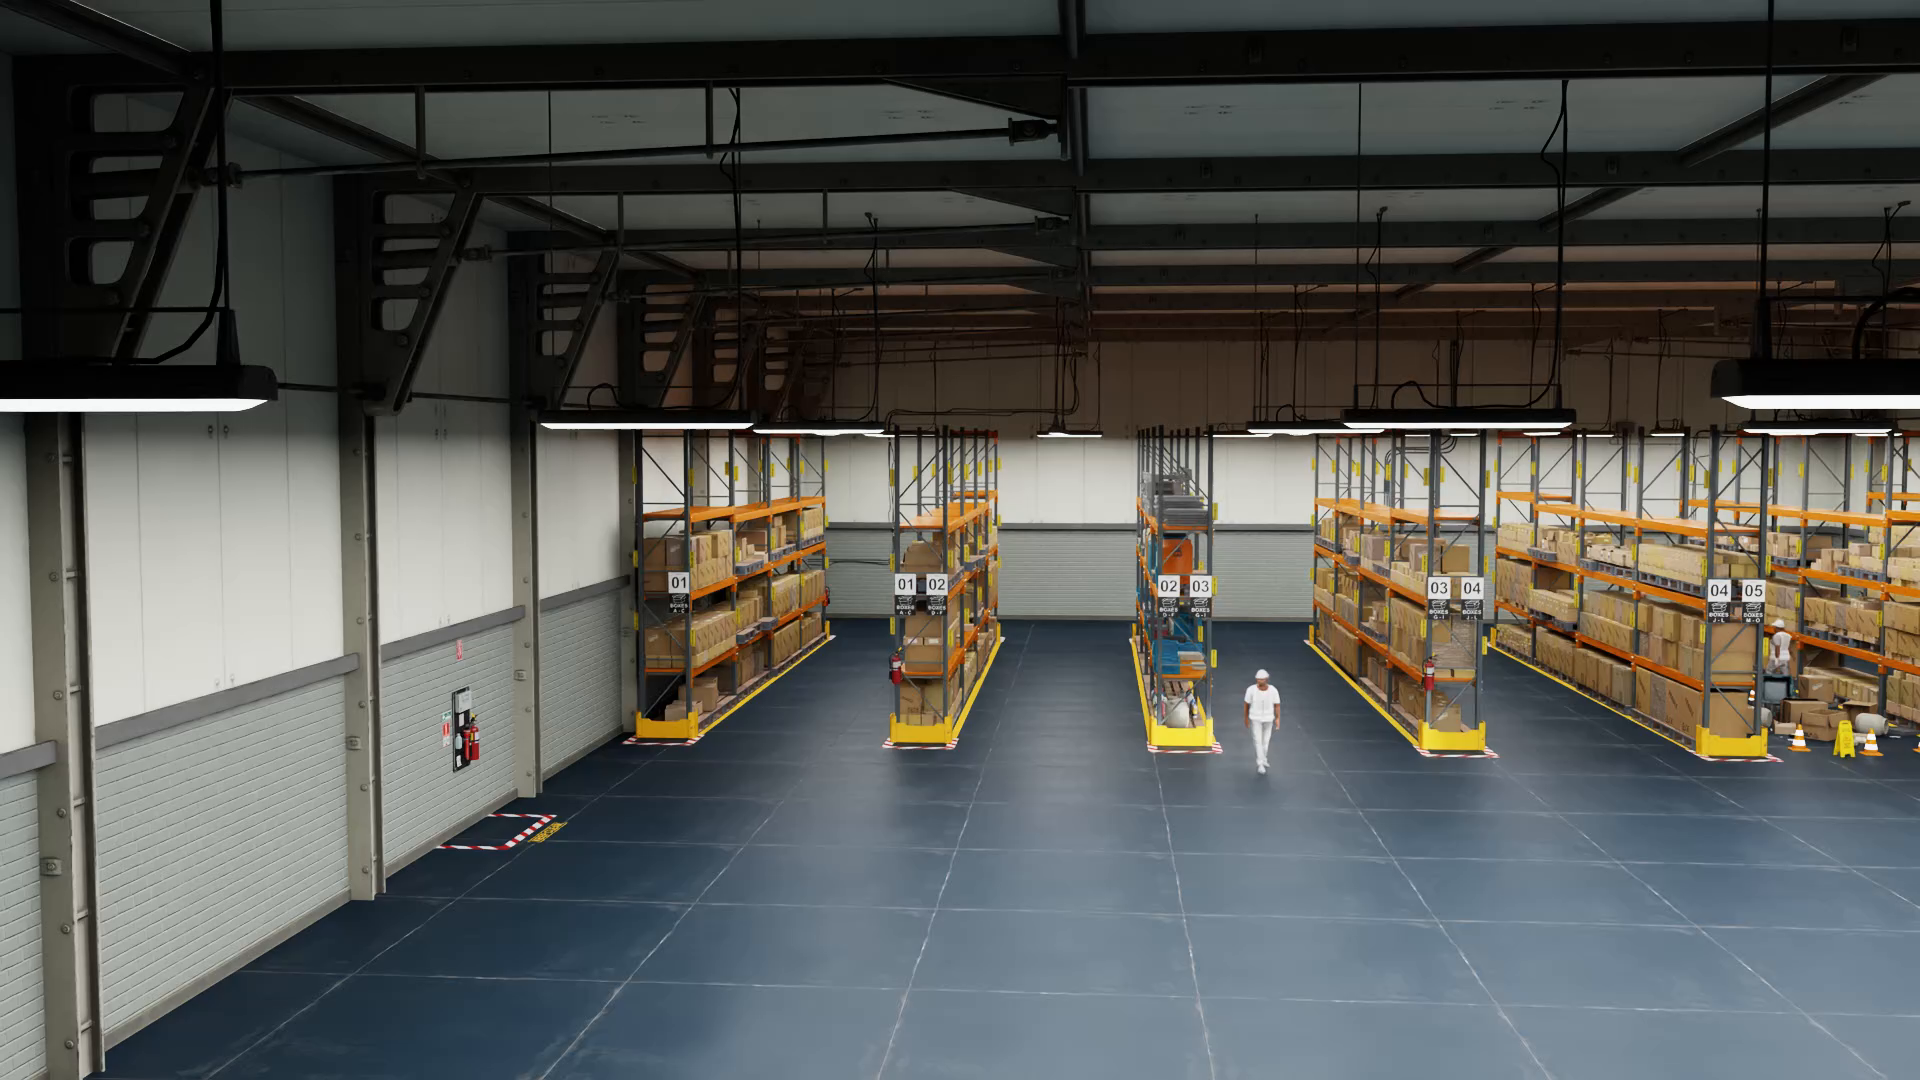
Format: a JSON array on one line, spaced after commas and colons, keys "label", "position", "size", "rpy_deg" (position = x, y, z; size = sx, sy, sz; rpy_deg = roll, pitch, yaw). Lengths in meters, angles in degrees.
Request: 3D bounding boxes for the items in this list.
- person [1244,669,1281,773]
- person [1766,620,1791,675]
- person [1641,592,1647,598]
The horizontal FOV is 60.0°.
[{"label": "person", "position": [5.237, 3.105, 28.697], "size": [0.591, 1.726, 0.938], "rpy_deg": [0, 3, 0]}, {"label": "person", "position": [17.985, 2.664, 36.398], "size": [0.530, 1.816, 0.556], "rpy_deg": [-1, 3, -8]}, {"label": "person", "position": [18.157, 2.240, 44.031], "size": [0.518, 1.757, 0.588], "rpy_deg": [-2, 4, -26]}]
